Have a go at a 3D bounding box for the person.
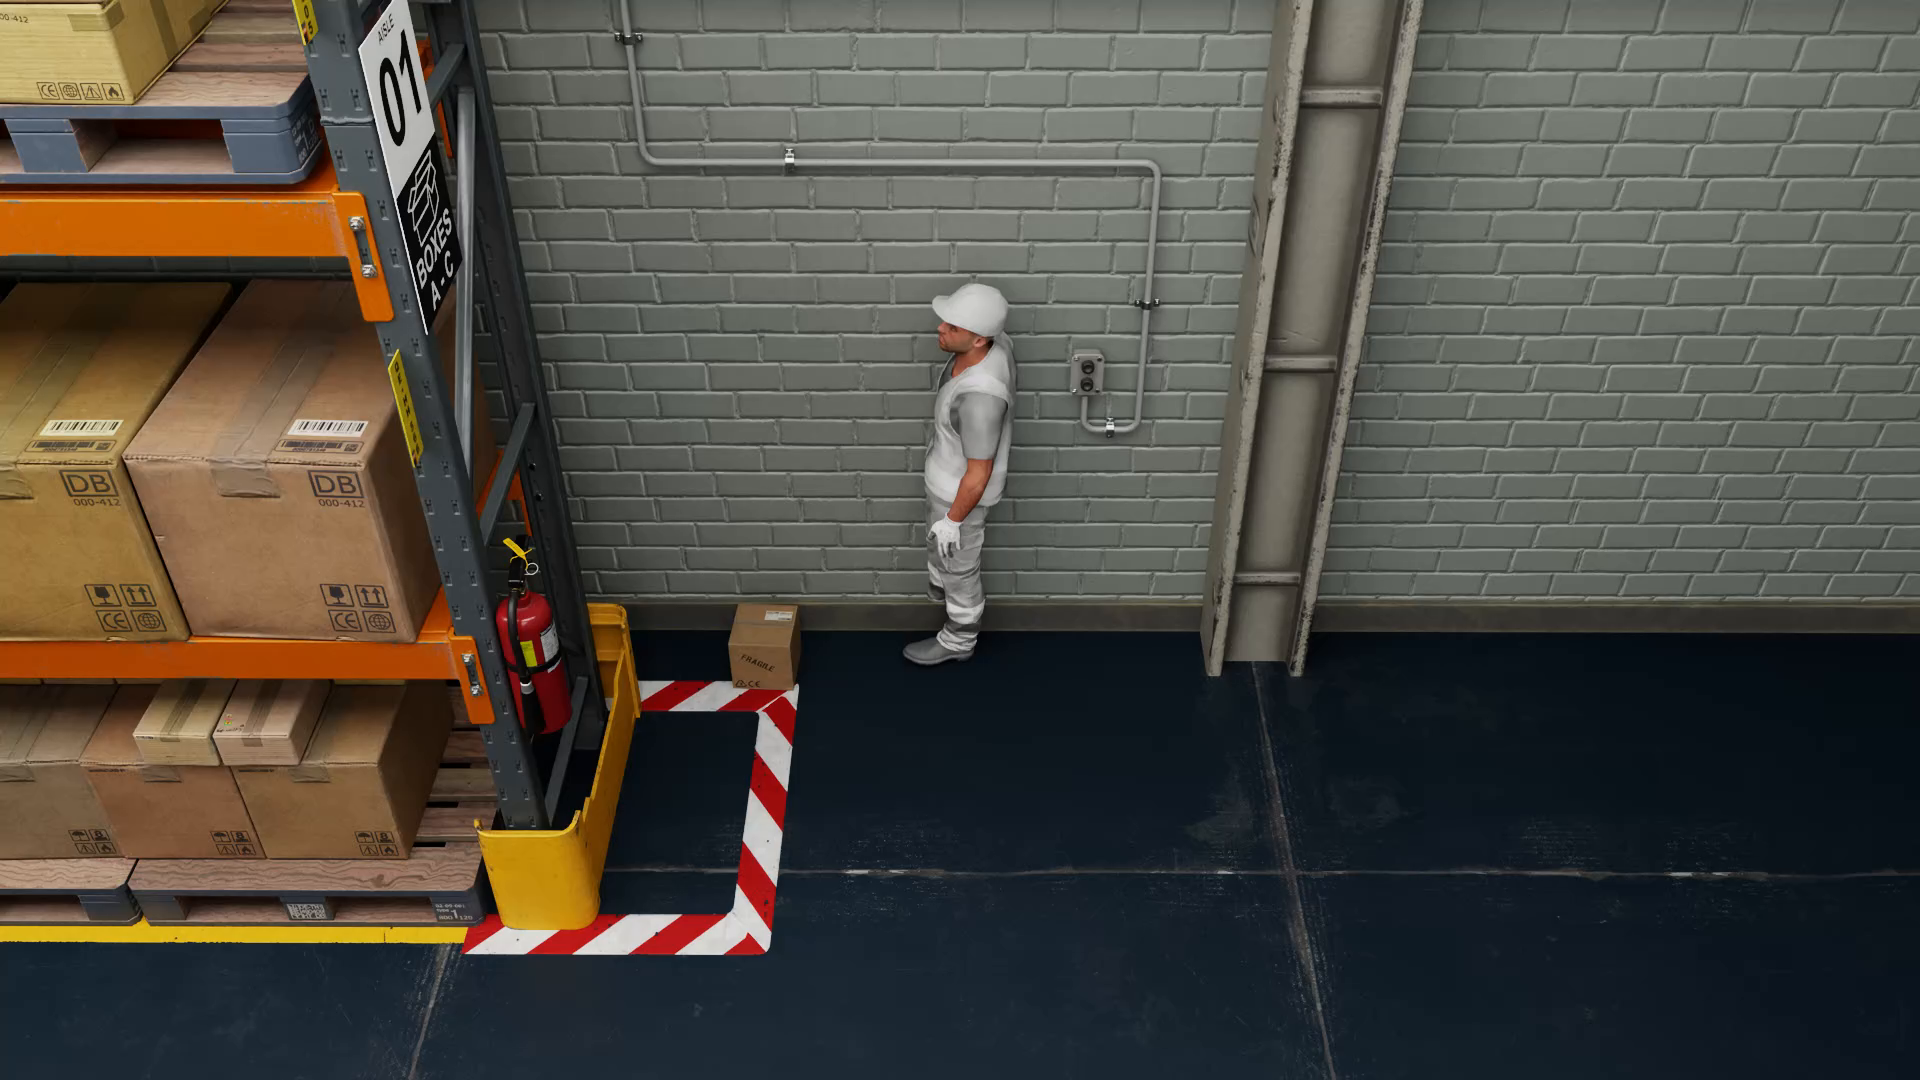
[{"bbox_3d":[-0.073,-0.231,6.403,0.564,1.788,0.637,1,39,1],"label":"person"}]
